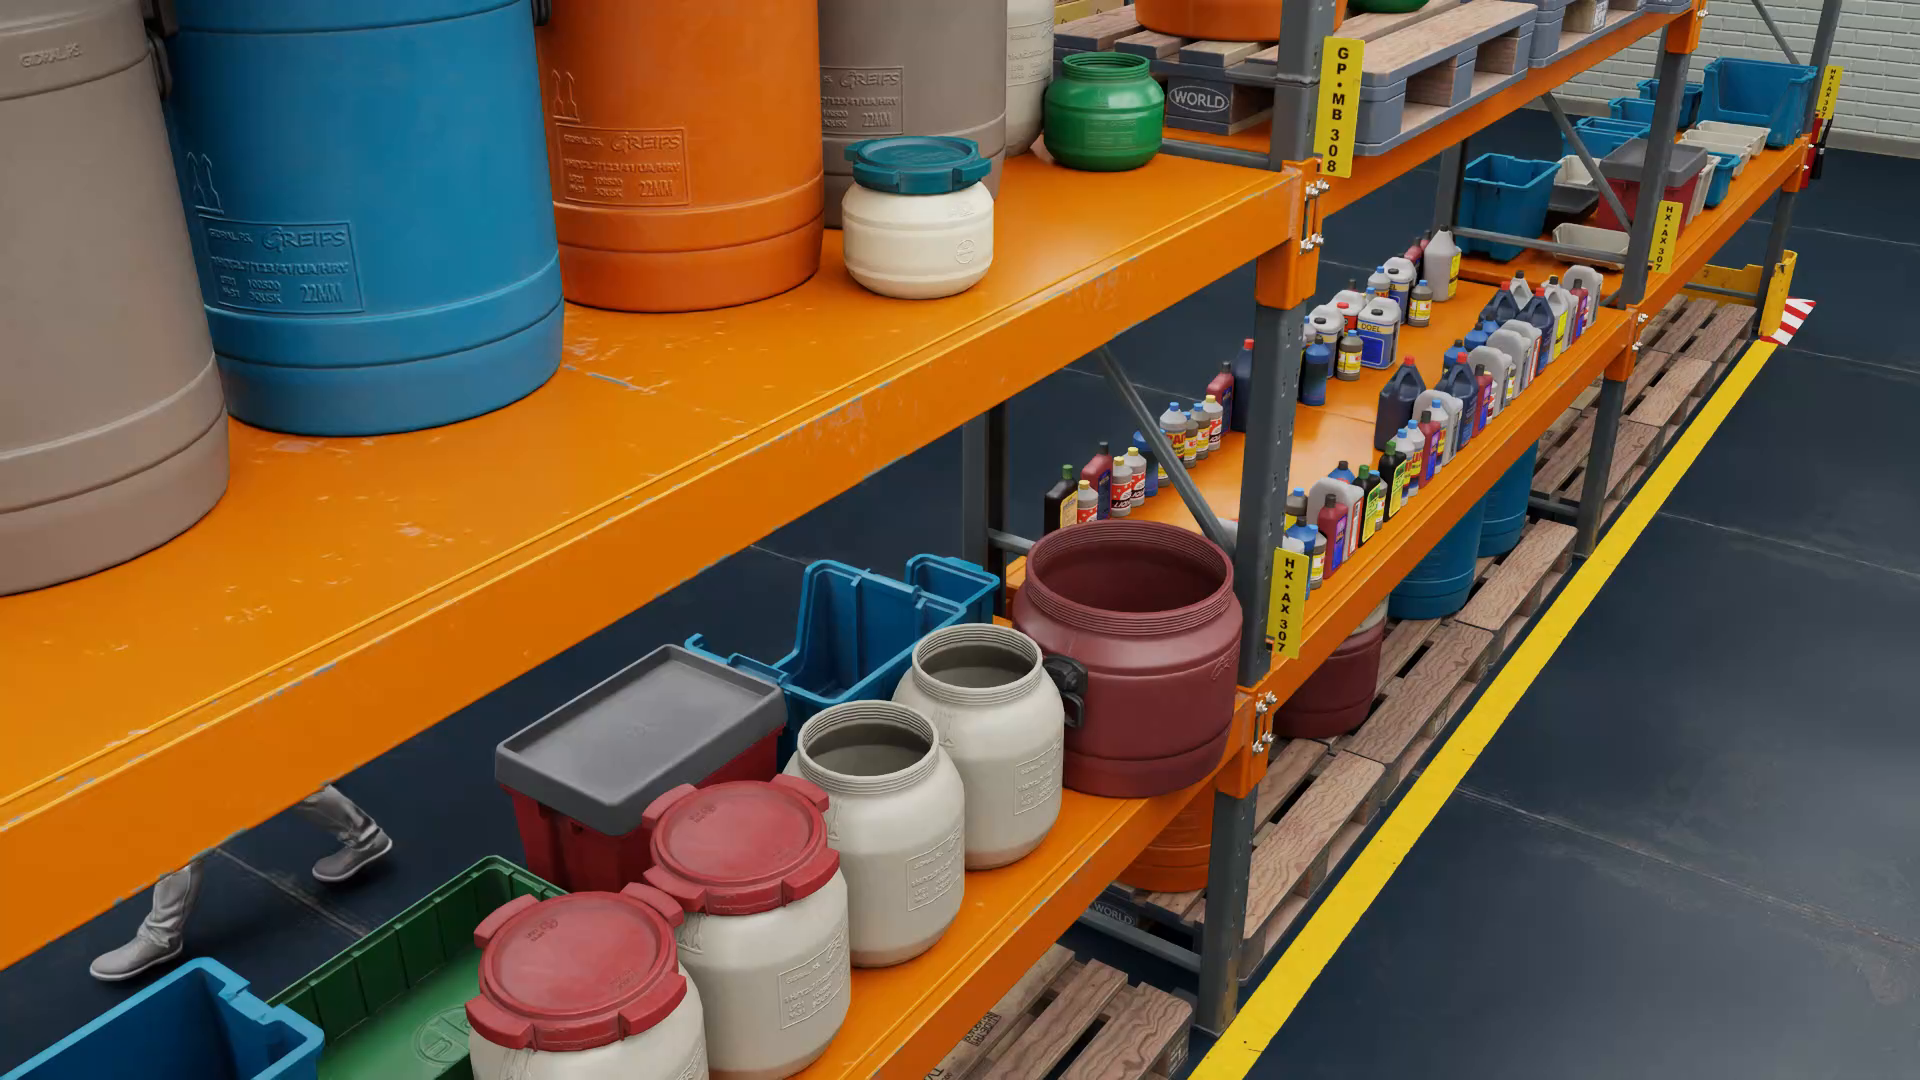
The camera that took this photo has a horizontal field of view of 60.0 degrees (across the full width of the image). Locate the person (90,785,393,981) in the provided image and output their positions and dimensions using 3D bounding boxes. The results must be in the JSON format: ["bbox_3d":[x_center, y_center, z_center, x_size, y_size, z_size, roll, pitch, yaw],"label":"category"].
[{"bbox_3d":[-2.477,0.584,5.442,1.012,1.632,0.521,-13,30,-24],"label":"person"}]
